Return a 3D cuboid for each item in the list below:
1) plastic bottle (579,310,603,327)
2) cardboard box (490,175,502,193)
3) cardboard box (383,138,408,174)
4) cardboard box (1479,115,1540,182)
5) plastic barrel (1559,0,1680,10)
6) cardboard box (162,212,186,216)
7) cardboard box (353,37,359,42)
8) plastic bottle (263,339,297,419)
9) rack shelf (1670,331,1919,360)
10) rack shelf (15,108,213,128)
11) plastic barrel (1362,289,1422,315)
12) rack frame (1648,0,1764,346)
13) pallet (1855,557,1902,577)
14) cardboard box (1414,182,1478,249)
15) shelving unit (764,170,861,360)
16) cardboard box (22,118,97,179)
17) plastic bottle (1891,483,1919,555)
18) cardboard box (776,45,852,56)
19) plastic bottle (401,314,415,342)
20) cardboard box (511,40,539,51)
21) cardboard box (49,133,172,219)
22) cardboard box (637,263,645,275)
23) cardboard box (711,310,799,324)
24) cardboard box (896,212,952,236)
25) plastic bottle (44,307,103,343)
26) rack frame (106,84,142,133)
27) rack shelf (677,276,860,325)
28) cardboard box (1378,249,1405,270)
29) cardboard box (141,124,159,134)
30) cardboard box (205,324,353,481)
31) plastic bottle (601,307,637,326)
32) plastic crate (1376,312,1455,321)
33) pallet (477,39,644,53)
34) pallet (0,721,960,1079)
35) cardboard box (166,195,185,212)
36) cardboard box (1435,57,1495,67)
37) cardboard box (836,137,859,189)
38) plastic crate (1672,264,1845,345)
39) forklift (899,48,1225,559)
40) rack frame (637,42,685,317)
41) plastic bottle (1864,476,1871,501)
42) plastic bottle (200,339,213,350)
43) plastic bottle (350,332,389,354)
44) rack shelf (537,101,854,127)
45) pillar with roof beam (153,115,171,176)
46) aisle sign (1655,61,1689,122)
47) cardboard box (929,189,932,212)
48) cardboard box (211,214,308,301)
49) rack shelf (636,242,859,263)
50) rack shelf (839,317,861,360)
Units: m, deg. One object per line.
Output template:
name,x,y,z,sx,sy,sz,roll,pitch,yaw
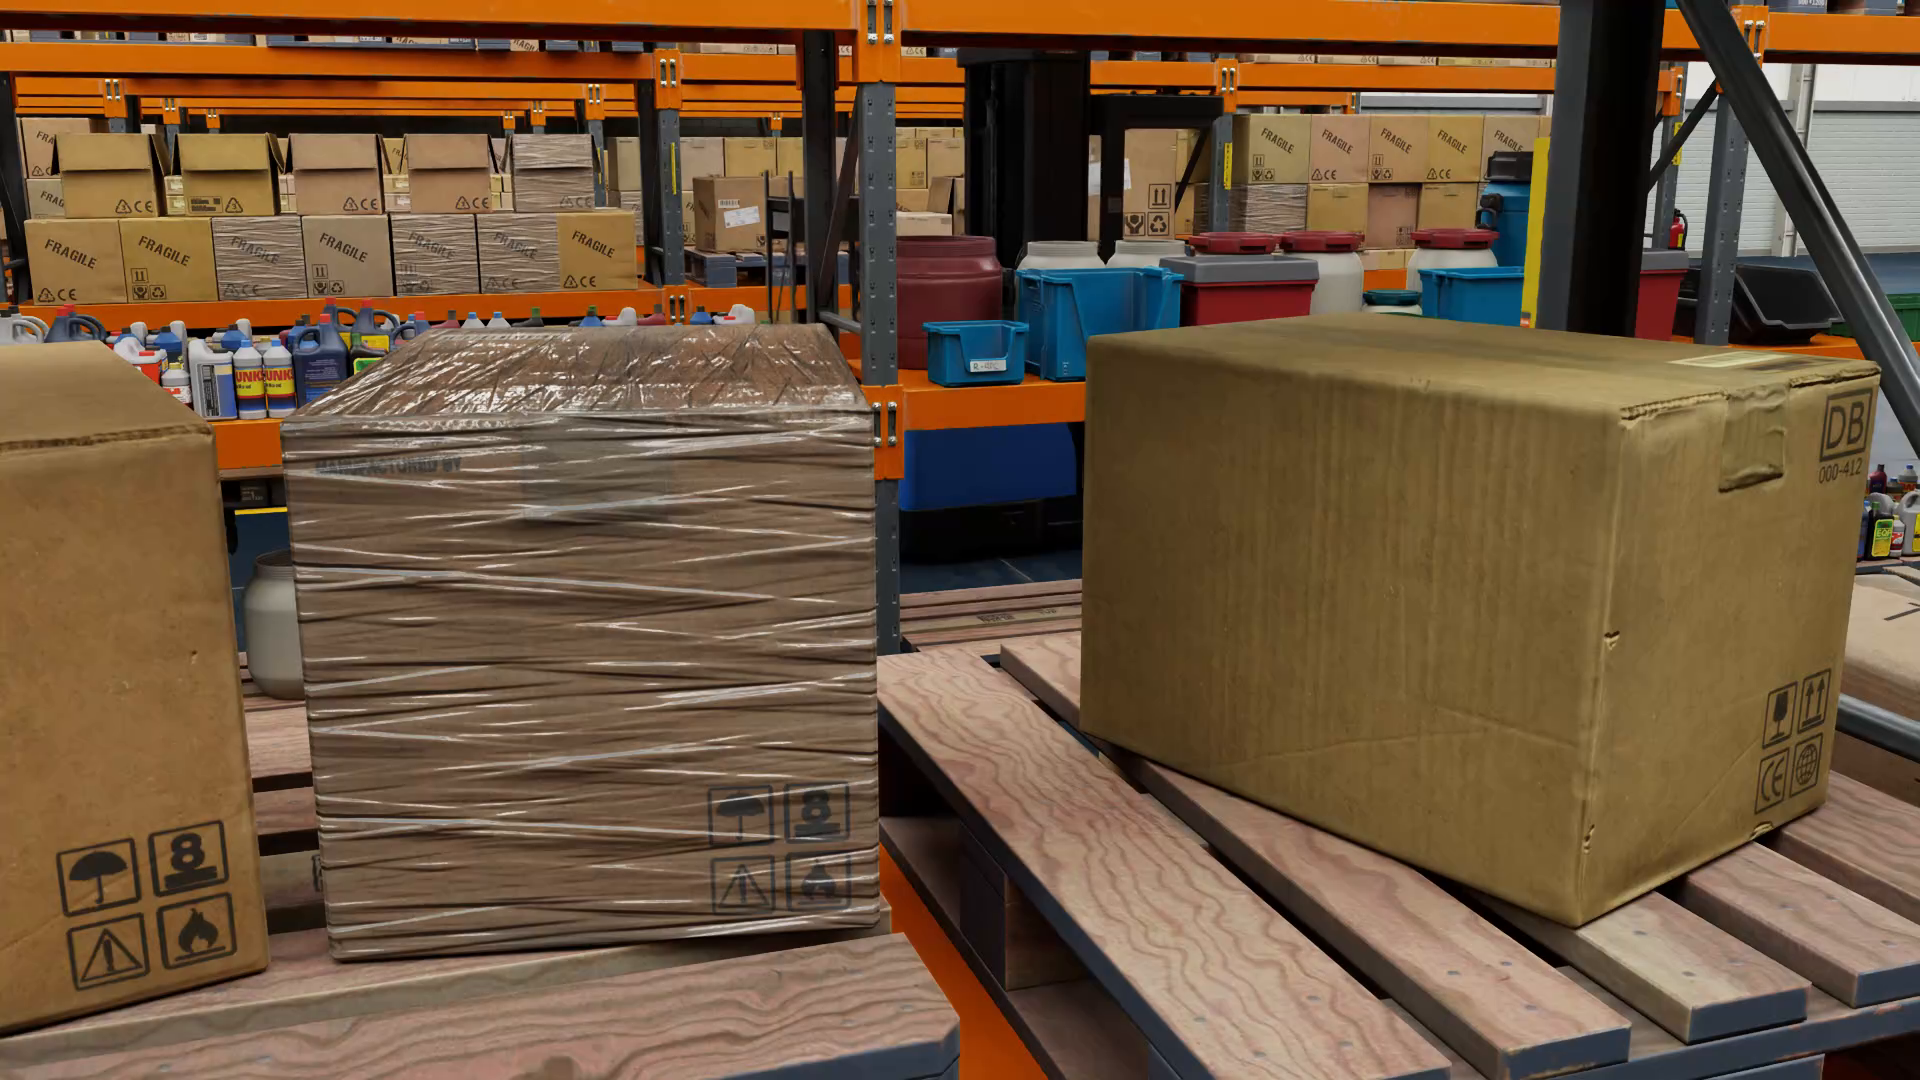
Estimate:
plastic bottle,-1.508,-0.804,6.817,0.097,0.271,0.097,0,13,0
cardboard box,-4.328,-3.256,15.200,0.250,0.149,0.380,-4,14,-16
cardboard box,-6.560,-4.502,19.710,0.500,0.500,0.500,-4,14,-18
cardboard box,4.156,-3.065,13.025,0.500,0.500,0.500,-4,14,-18
plastic barrel,2.921,-2.791,7.327,0.708,0.901,0.600,-4,14,-18
cardboard box,-5.000,-1.846,10.707,0.500,0.500,0.500,-4,14,-16
cardboard box,-6.775,-5.656,19.332,0.500,0.500,0.500,-4,14,-18
plastic bottle,-2.380,-0.565,5.815,0.097,0.271,0.097,0,13,0
rack shelf,5.230,-0.970,8.794,4.000,0.370,1.077,-4,14,-18
rack shelf,-12.471,-5.892,23.003,4.000,0.370,1.077,-4,14,-18
plastic barrel,2.031,-1.041,7.837,0.301,0.262,0.301,0,13,0
rack frame,3.334,-1.173,8.090,0.127,3.000,1.000,-4,14,-18
pallet,3.984,0.144,8.583,1.213,0.211,1.003,-4,14,-18
cardboard box,3.615,-2.588,13.181,0.500,0.500,0.875,-4,14,-18
shelving unit,-0.733,-0.937,9.046,0.503,2.100,0.431,-6,15,-25
cardboard box,-7.673,-3.349,14.223,0.500,0.500,0.500,-5,14,-20
plastic bottle,4.813,-0.112,8.404,0.185,0.351,0.144,-5,14,-19
cardboard box,-1.023,-3.367,11.156,0.500,0.250,0.500,-4,14,-17
plastic bottle,-2.183,-0.766,6.659,0.097,0.271,0.097,0,13,0
cardboard box,-3.983,-4.469,15.250,0.500,0.500,0.500,-4,14,-18
cardboard box,-5.225,-2.254,10.253,0.637,0.503,0.797,-5,14,-20
cardboard box,-4.934,-4.417,25.955,0.625,0.625,0.875,-5,14,-20
cardboard box,-2.089,-2.259,16.613,0.750,0.750,1.050,-4,14,-17
cardboard box,-0.375,-2.168,11.693,0.500,0.250,0.500,-5,14,-20
plastic bottle,-3.260,-0.680,6.125,0.185,0.351,0.144,-4,14,-18
rack frame,-7.314,-2.764,14.779,0.127,3.000,1.000,-4,14,-18
rack shelf,-0.141,-1.761,12.120,4.000,0.370,1.077,-4,14,-18
cardboard box,3.231,-2.184,12.886,0.250,0.149,0.380,-4,14,-18
cardboard box,-9.179,-4.600,18.721,0.250,0.149,0.380,-5,14,-19
cardboard box,-4.381,-0.957,10.867,0.875,0.875,1.225,-5,14,-20
plastic bottle,-1.409,-0.822,6.884,0.135,0.276,0.152,-4,14,-18
plastic crate,1.774,-0.879,7.314,0.662,0.188,0.450,-4,14,-18
pallet,-2.630,-3.272,10.842,1.003,0.211,1.213,-4,14,-15
pallet,-0.722,0.447,1.695,1.213,0.211,1.003,-4,14,-18
cardboard box,-6.794,-2.919,14.424,0.250,0.149,0.380,-4,14,-17
cardboard box,3.734,-3.737,12.715,0.500,0.250,0.500,-5,14,-19
cardboard box,-1.166,-3.776,16.657,0.500,0.500,0.700,-4,14,-18
plastic crate,3.871,-1.153,8.142,0.504,0.338,0.767,-4,14,-18
forklift,0.838,-1.533,9.753,3.031,2.935,1.130,-6,15,-25
rack frame,-2.037,-1.964,11.416,0.127,3.000,1.000,-4,14,-18
plastic bottle,4.983,-0.264,9.215,0.097,0.271,0.097,0,13,0
plastic bottle,-2.925,-0.674,6.424,0.097,0.201,0.097,0,13,0
plastic bottle,-2.109,-0.603,5.946,0.133,0.283,0.061,-4,14,-18
rack shelf,-3.302,-5.394,20.910,4.000,0.370,1.077,-4,14,-18
pillar with roof beam,-10.149,-7.051,19.839,0.400,9.000,9.100,-4,14,-18
aisle sign,5.700,-3.758,13.340,0.004,0.787,0.394,-4,14,-18
cardboard box,-0.141,-3.306,16.842,0.500,0.500,0.500,-5,14,-18
cardboard box,-4.361,-1.770,10.387,0.500,0.500,0.500,-5,14,-19
rack shelf,-1.627,-2.857,16.724,4.000,0.370,1.077,-4,14,-18
rack shelf,-0.733,-0.924,9.049,0.480,0.518,0.431,-6,15,-25
